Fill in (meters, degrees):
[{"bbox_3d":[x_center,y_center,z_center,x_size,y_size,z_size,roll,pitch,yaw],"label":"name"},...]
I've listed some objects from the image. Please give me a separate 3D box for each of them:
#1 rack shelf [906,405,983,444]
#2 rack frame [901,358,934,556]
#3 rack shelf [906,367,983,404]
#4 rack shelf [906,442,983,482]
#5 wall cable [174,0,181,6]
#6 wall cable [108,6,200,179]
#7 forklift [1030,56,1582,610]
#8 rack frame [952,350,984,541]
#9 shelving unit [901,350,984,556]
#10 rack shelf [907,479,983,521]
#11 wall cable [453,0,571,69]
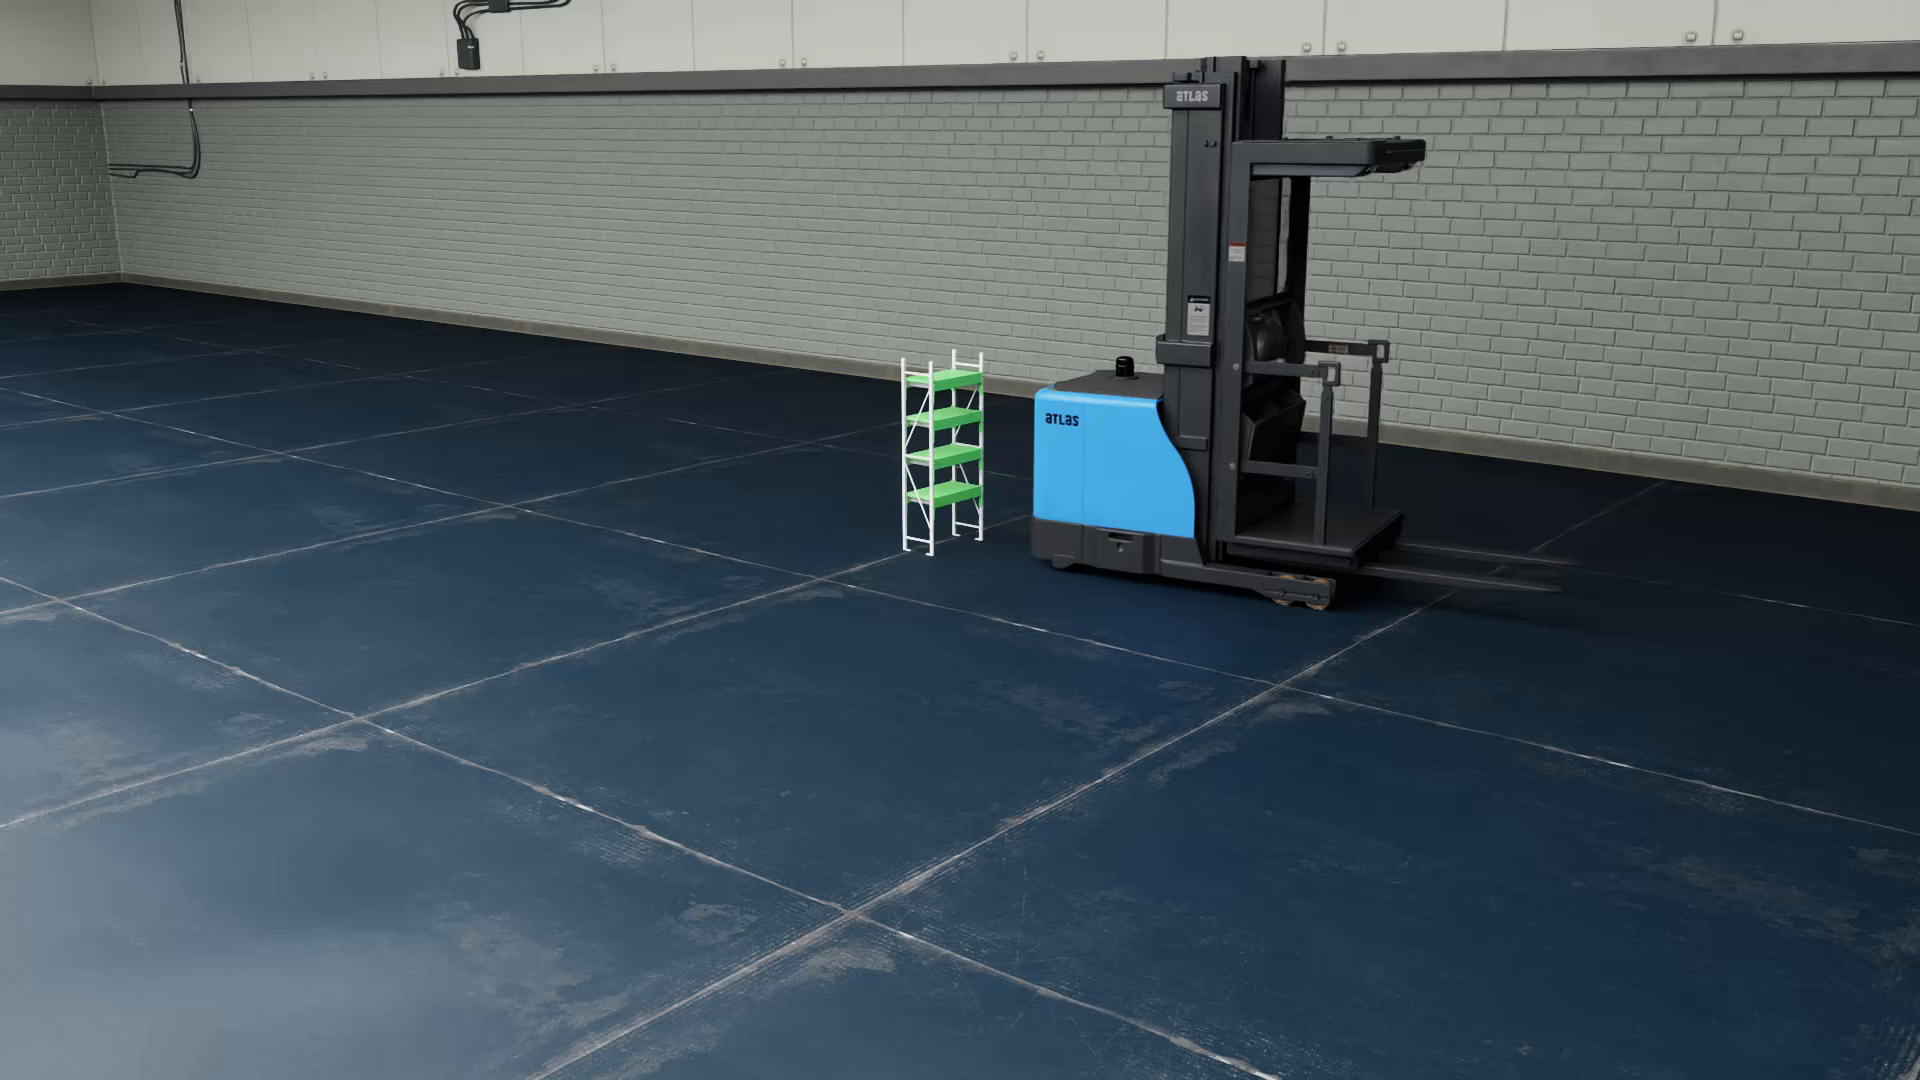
[{"bbox_3d":[-0.104,-0.721,10.307,0.258,0.148,0.480,11,18,38],"label":"rack shelf"},{"bbox_3d":[-0.257,-0.503,10.166,0.240,1.200,0.015,11,18,38],"label":"rack frame"},{"bbox_3d":[-0.104,-0.953,10.248,0.258,0.148,0.480,11,18,38],"label":"rack shelf"},{"bbox_3d":[-0.104,-0.488,10.366,0.258,0.148,0.480,11,18,38],"label":"rack shelf"},{"bbox_3d":[-10.530,-8.892,23.396,3.097,2.526,0.112,11,18,38],"label":"wall cable"},{"bbox_3d":[-12.634,-6.862,25.666,3.097,2.526,0.112,11,18,38],"label":"wall cable"},{"bbox_3d":[1.965,-1.187,9.343,3.031,2.935,1.130,8,16,28],"label":"forklift"},{"bbox_3d":[0.049,-0.597,10.534,0.240,1.200,0.015,11,18,38],"label":"rack frame"},{"bbox_3d":[-0.104,-0.550,10.350,0.258,1.200,0.503,11,18,38],"label":"shelving unit"},{"bbox_3d":[-0.104,-0.255,10.425,0.258,0.148,0.480,11,18,38],"label":"rack shelf"},{"bbox_3d":[-5.260,-8.543,19.070,2.305,6.003,0.169,11,18,38],"label":"wall cable"}]
